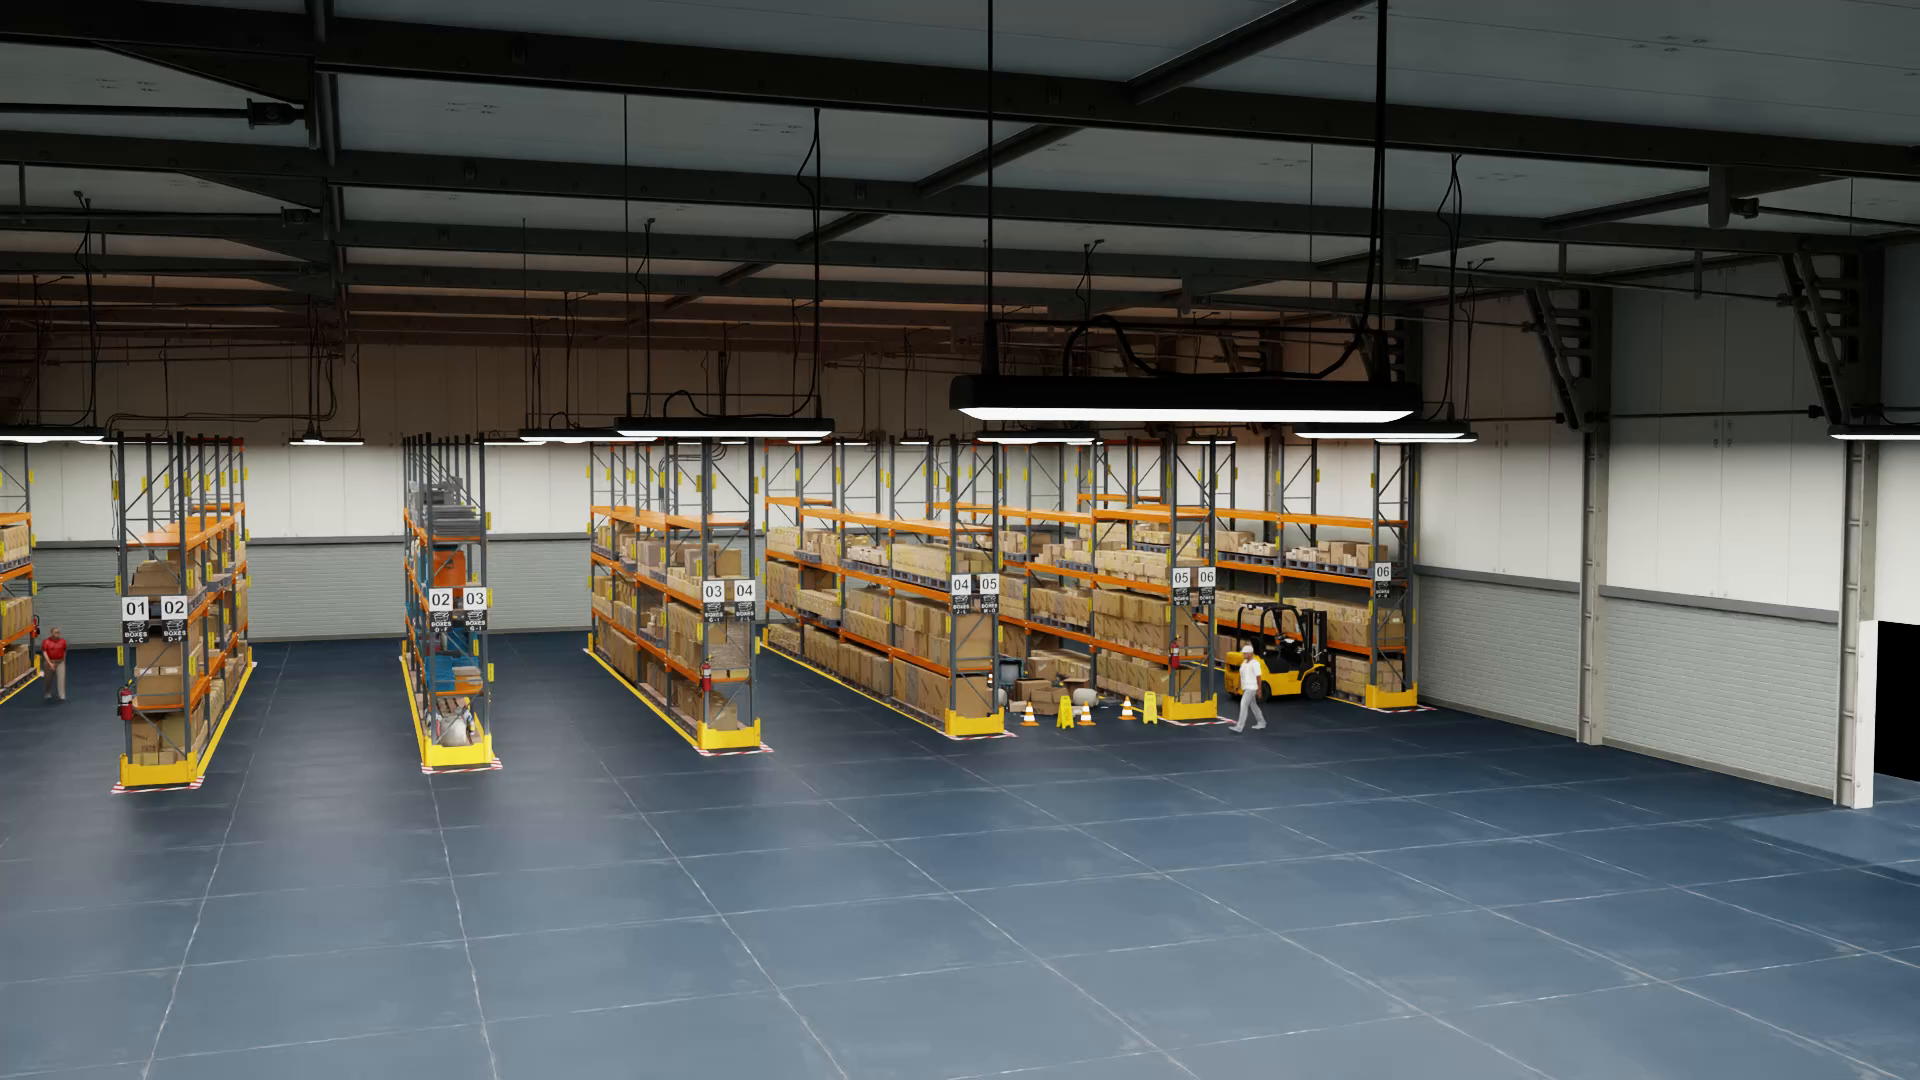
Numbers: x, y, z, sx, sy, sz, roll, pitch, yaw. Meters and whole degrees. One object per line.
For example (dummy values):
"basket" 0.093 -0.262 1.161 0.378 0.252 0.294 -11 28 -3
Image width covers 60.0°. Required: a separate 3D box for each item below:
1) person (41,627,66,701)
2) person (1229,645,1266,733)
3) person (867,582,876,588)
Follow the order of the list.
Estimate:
"person" -20.436 2.803 37.560 0.514 1.646 1.104 -2 4 -38
"person" 5.789 2.994 33.573 0.909 1.742 0.568 -1 3 -12
"person" -2.585 1.975 48.971 0.704 1.567 0.524 0 3 -7
